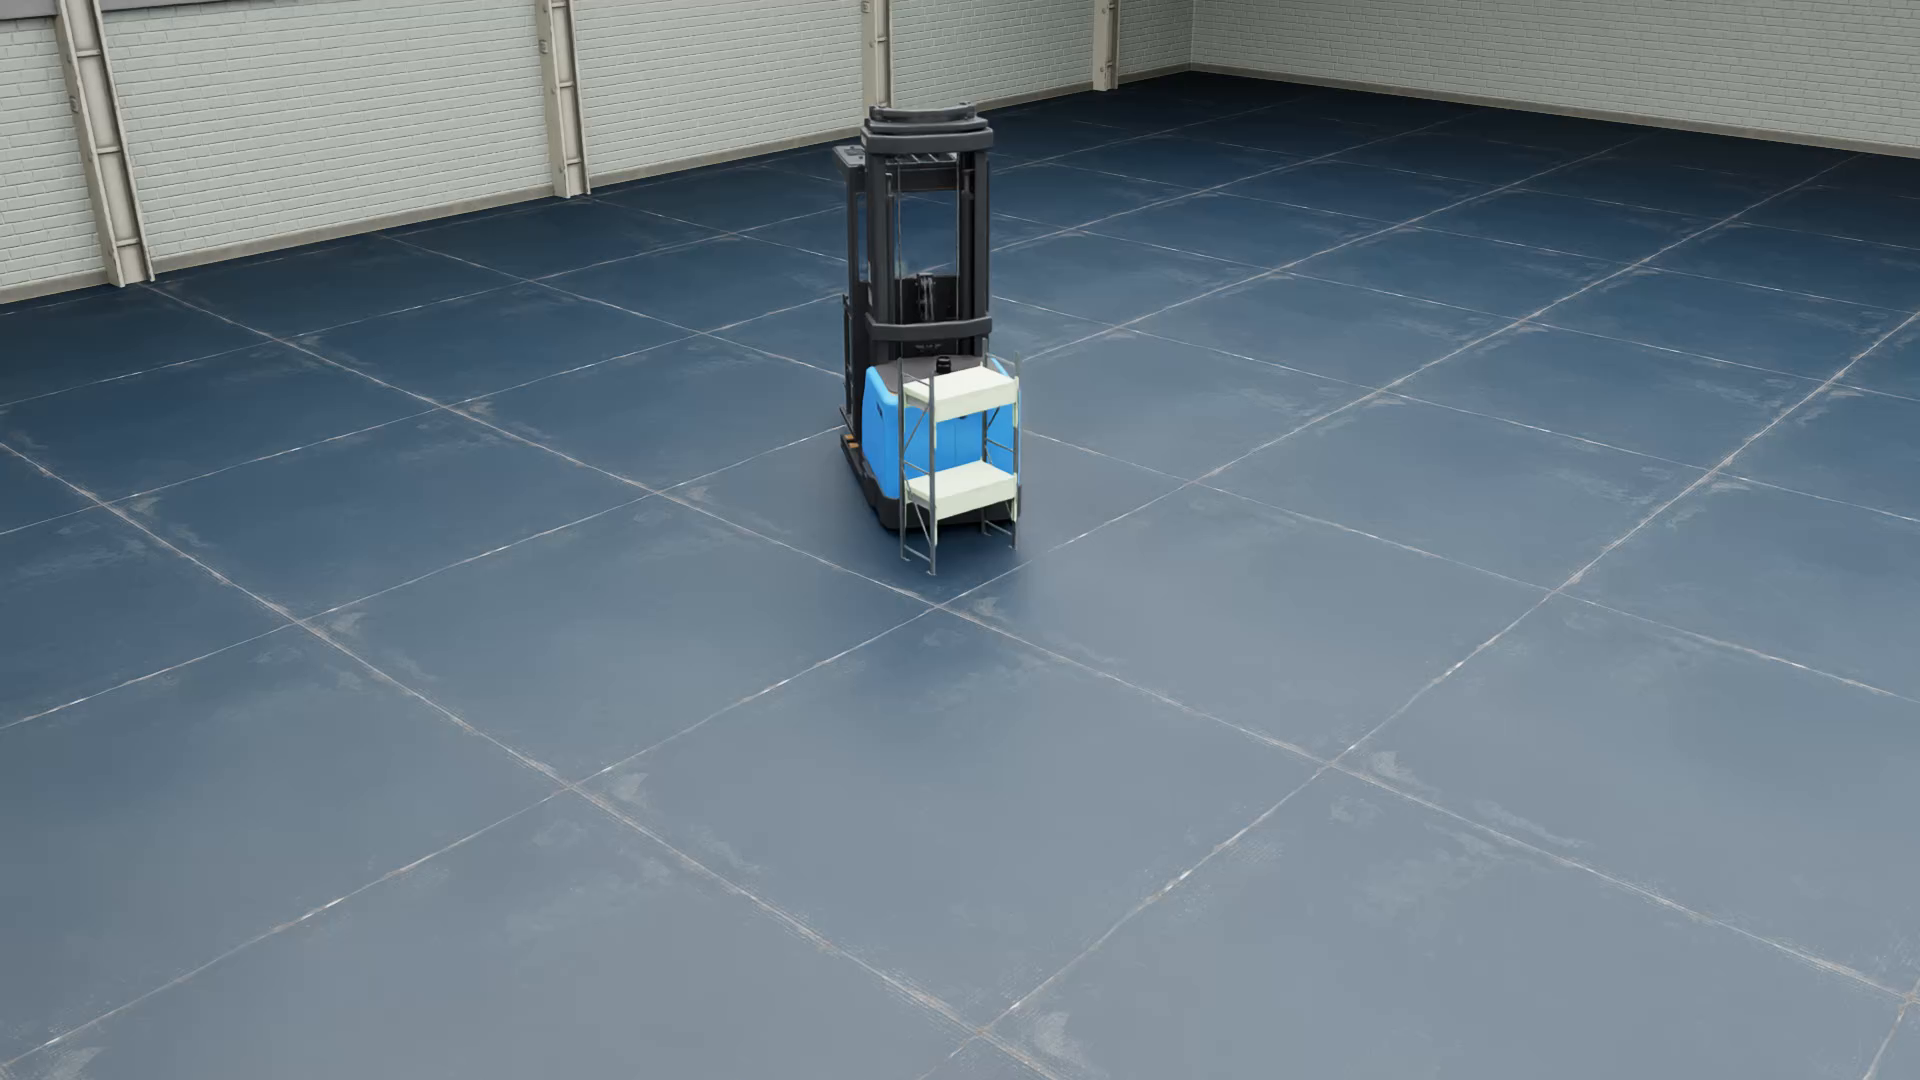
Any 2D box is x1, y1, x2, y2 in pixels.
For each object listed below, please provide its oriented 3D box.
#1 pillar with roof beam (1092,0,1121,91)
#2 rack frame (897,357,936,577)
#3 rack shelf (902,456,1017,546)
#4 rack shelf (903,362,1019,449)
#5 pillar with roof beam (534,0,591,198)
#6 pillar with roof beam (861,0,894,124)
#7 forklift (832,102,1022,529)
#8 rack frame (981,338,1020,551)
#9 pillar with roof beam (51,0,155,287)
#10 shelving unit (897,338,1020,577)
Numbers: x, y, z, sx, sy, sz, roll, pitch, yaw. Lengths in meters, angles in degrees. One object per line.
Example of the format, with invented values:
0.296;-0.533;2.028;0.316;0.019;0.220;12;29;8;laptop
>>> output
5.899;-11.327;26.485;9.100;9.000;0.400;20;31;38;pillar with roof beam
-0.299;-0.492;11.485;0.023;1.500;0.400;-17;29;-33;rack frame
-0.006;-0.284;11.819;0.720;0.370;0.431;-17;29;-33;rack shelf
-0.006;-0.938;11.526;0.720;0.370;0.431;-17;29;-33;rack shelf
-2.110;-7.671;18.330;9.100;9.000;0.400;20;31;38;pillar with roof beam
1.894;-9.499;22.408;9.100;9.000;0.400;20;31;38;pillar with roof beam
-0.369;-1.994;13.086;1.130;2.935;3.031;-5;25;-12;forklift
0.286;-0.672;11.886;0.023;1.500;0.400;-17;29;-33;rack frame
-6.114;-5.843;14.253;9.100;9.000;0.400;20;31;38;pillar with roof beam
-0.006;-0.582;11.685;0.755;1.500;0.431;-17;29;-33;shelving unit
